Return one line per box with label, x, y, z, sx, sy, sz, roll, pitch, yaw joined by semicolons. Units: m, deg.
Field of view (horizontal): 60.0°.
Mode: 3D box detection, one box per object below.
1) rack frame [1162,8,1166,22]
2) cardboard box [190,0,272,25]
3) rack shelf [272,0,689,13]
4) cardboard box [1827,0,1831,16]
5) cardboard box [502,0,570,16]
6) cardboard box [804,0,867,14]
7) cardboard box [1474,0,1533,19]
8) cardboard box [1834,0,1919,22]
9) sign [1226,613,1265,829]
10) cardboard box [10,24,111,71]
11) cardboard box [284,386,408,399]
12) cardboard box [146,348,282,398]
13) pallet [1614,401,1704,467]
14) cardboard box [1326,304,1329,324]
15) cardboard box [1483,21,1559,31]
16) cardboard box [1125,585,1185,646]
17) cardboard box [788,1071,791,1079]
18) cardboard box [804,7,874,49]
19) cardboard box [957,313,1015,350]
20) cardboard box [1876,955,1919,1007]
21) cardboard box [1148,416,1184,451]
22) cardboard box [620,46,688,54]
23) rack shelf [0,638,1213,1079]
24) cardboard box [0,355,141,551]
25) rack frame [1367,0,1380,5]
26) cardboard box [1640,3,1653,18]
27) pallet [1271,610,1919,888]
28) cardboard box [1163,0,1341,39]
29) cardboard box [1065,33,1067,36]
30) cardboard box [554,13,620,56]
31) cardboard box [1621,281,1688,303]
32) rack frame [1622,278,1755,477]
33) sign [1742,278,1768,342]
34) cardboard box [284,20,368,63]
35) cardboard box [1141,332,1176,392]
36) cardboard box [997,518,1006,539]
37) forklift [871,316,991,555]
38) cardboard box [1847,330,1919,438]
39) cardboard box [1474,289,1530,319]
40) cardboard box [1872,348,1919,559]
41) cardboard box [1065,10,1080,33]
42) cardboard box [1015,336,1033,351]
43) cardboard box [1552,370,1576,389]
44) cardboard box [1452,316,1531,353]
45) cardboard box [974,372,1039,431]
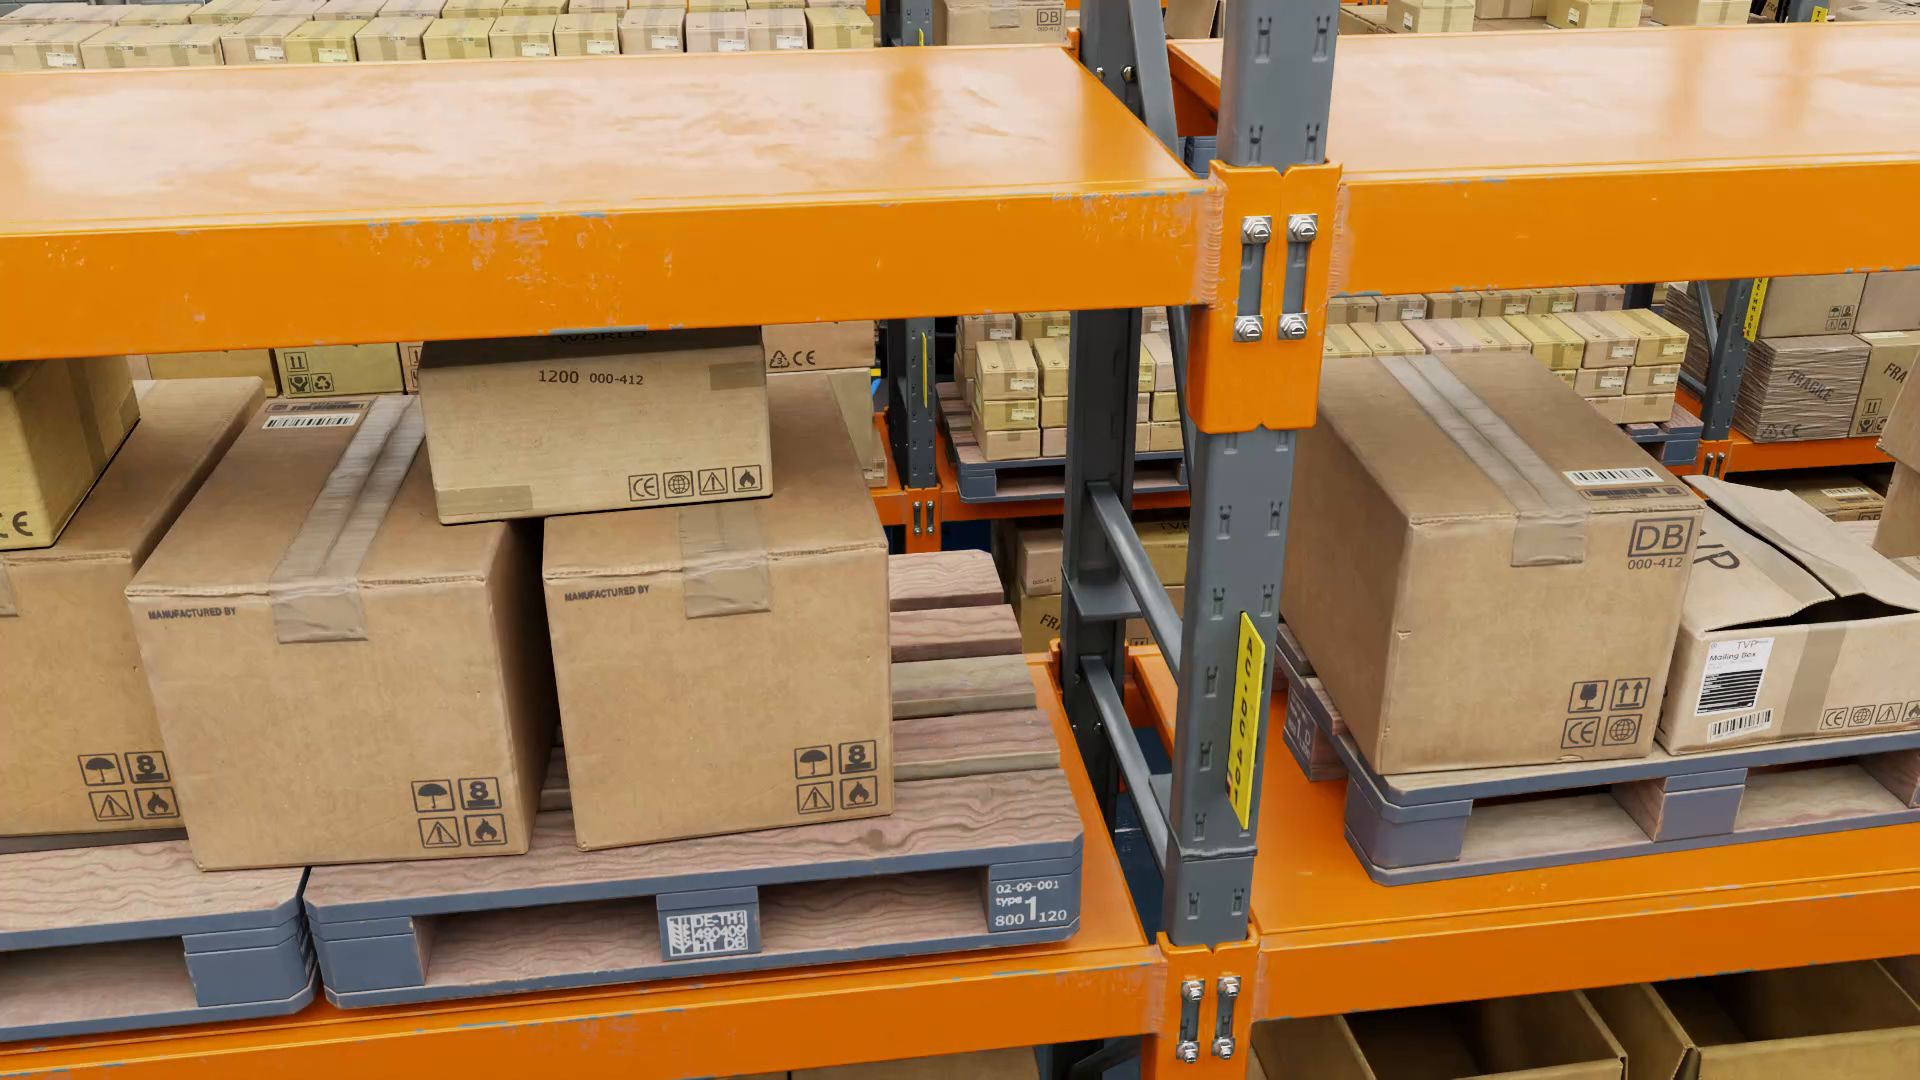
rack frame;2.233;-5.355;17.402;0.127;3.000;1.000;-4;27;-7
cardboard box;-3.157;-2.247;7.238;0.250;0.149;0.380;-3;27;-6
rack shelf;-3.013;-3.745;11.765;4.000;0.370;1.077;-4;27;-7
cardboard box;9.189;-5.730;18.022;0.500;0.500;0.500;-3;27;-5
cardboard box;-1.873;-2.323;7.385;0.250;0.149;0.380;-2;27;-5
cardboard box;-0.565;-2.385;7.506;0.250;0.149;0.380;-4;27;-8
cardboard box;2.521;-2.632;7.860;0.258;0.266;0.396;-4;27;-7
cardboard box;4.465;-2.353;7.793;0.500;0.311;0.500;-4;27;-7
sign;0.427;0.274;2.492;0.005;0.325;0.100;-4;27;-7
cardboard box;-3.597;-1.965;6.688;0.250;0.149;0.380;-3;27;-5
cardboard box;-2.708;-0.523;7.549;0.500;0.500;0.500;-3;27;-6
cardboard box;-3.224;-0.937;7.260;0.500;0.500;0.500;-3;27;-6
pallet;3.027;-0.702;8.542;1.003;0.211;1.213;-4;27;-7
cardboard box;1.684;-1.180;8.427;0.250;0.149;0.380;-4;27;-8
cardboard box;2.694;-2.071;7.605;0.500;0.500;0.500;-4;27;-7
cardboard box;1.049;0.338;8.584;0.500;0.500;0.500;-2;27;-5
cardboard box;-0.162;1.138;3.763;0.500;0.500;0.500;-4;27;-7
cardboard box;-0.515;-2.150;7.049;0.250;0.149;0.380;-5;28;-9
cardboard box;0.127;-1.080;8.232;0.250;0.149;0.380;-2;27;-5
cardboard box;2.274;1.002;3.802;0.637;0.503;0.797;-3;27;-5
cardboard box;0.982;-0.568;7.887;0.250;0.149;0.380;-3;27;-7
cardboard box;-1.182;-1.944;7.084;0.500;0.250;0.500;-5;28;-9
rack shelf;-1.633;0.735;3.034;4.000;0.370;1.077;-4;27;-7
cardboard box;-1.612;-0.191;2.550;0.500;0.250;0.500;-5;28;-9
rack frame;2.928;-3.112;13.029;0.127;3.000;1.000;-4;27;-7
cardboard box;3.115;-2.344;8.136;0.500;0.500;0.500;-4;27;-7
pallet;1.249;0.293;3.318;1.217;0.209;0.805;-5;28;-9
cardboard box;1.305;-2.232;7.456;0.637;0.503;0.797;-4;27;-8
cardboard box;0.901;-3.588;12.752;0.500;0.500;0.500;-3;27;-6
cardboard box;-1.546;-2.080;6.913;0.250;0.149;0.380;-5;28;-9
cardboard box;5.659;-2.302;13.869;0.625;0.372;0.950;-2;27;-4
rack frame;3.718;-0.881;8.680;0.127;3.000;1.000;-4;27;-7
sign;3.803;-1.116;7.957;0.005;0.325;0.100;-4;27;-7
cardboard box;-2.562;-2.002;6.761;0.250;0.149;0.380;-3;27;-6
cardboard box;0.988;-0.833;7.752;0.250;0.149;0.380;-4;27;-8
cardboard box;0.459;-0.196;8.803;0.500;0.250;0.500;-4;27;-8
forklift;0.095;-1.586;10.130;1.130;2.935;3.031;4;27;8
cardboard box;4.703;-0.865;8.541;0.500;0.500;0.500;-4;27;-8
cardboard box;2.724;-1.247;8.557;0.250;0.149;0.380;-4;27;-7
cardboard box;2.289;-0.060;3.222;0.637;0.503;0.797;-4;27;-8
cardboard box;1.233;-5.262;16.924;0.500;0.250;0.500;-5;28;-10
cardboard box;0.384;-0.965;8.335;0.250;0.149;0.380;-3;27;-7
cardboard box;2.768;-0.815;8.042;0.250;0.149;0.380;-3;27;-6
cardboard box;2.524;-0.932;7.943;0.250;0.149;0.380;-3;27;-6
cardboard box;0.211;-0.651;7.722;0.250;0.149;0.380;-3;27;-6
